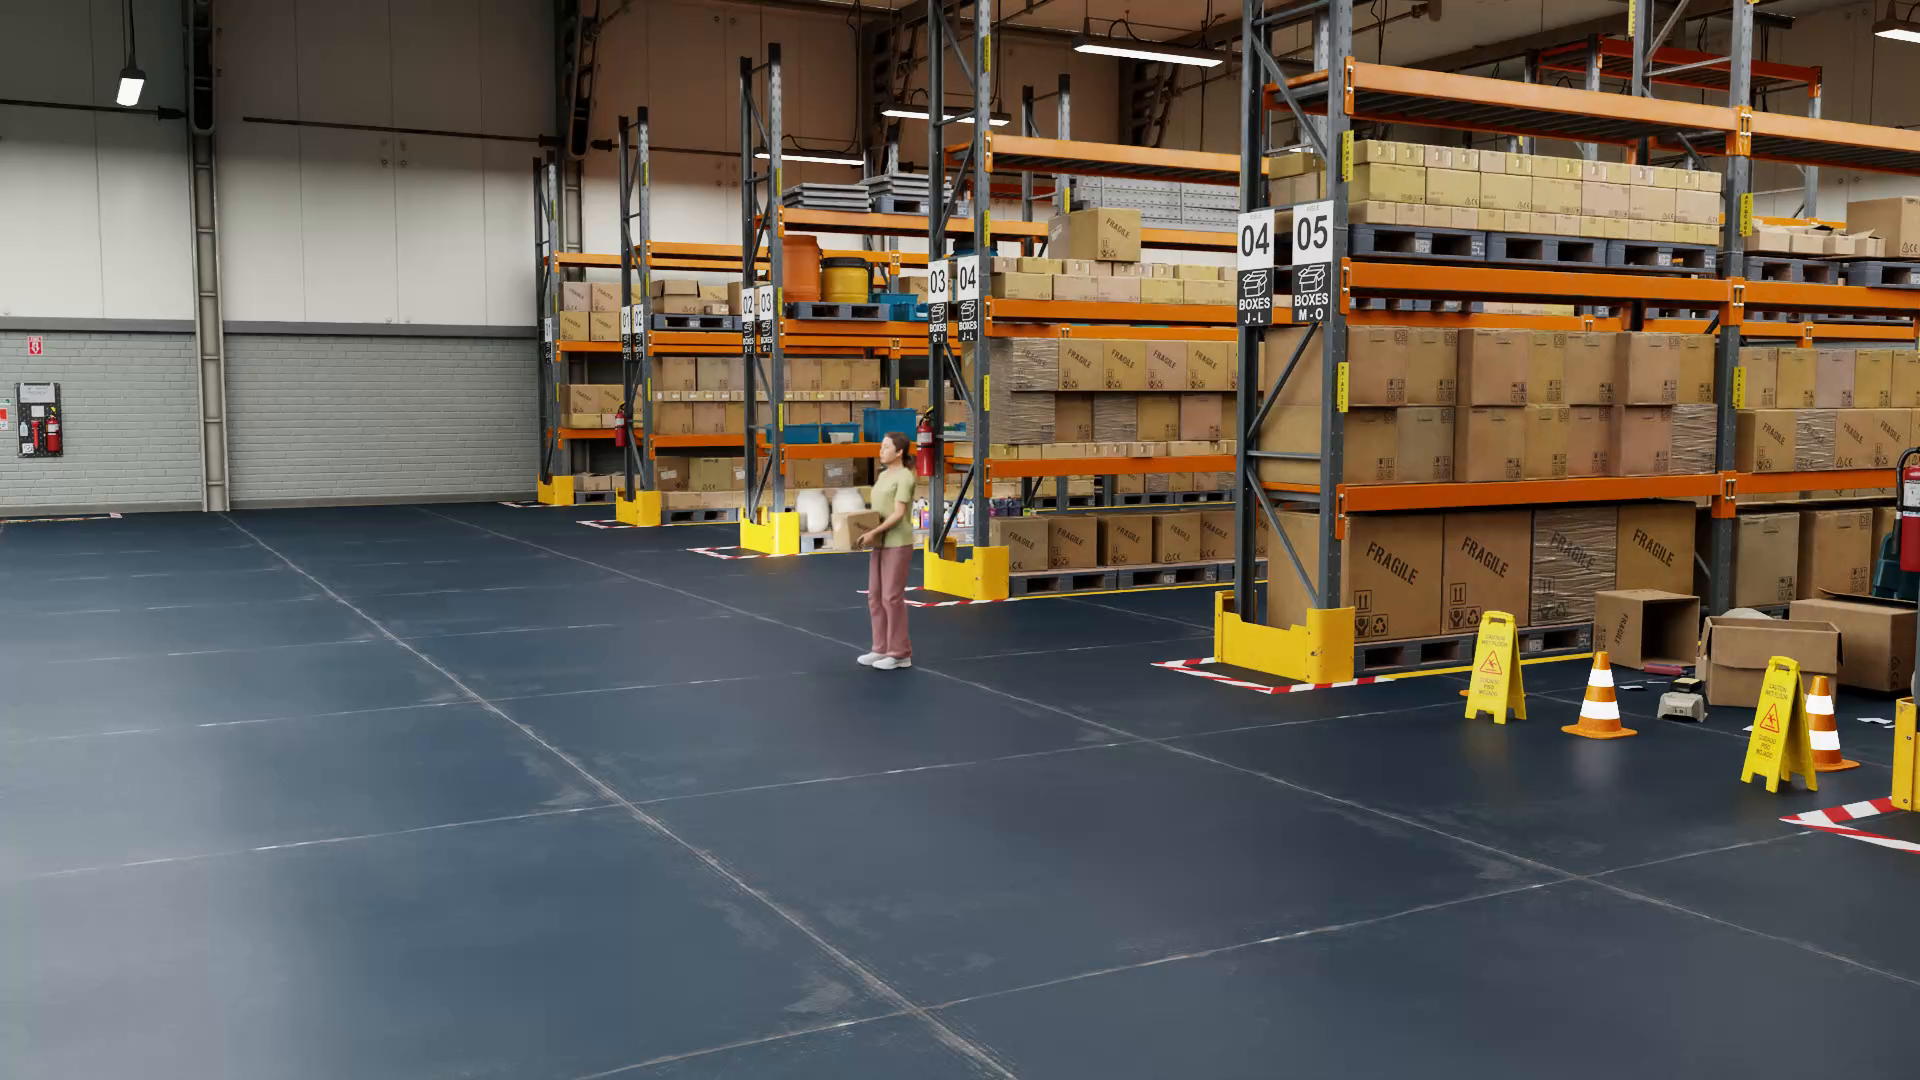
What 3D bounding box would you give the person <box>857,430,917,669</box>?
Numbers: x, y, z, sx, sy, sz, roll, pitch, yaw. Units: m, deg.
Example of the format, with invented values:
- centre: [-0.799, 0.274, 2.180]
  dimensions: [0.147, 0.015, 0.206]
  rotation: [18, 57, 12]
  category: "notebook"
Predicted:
- centre: [-0.546, 0.066, 11.729]
  dimensions: [0.523, 1.672, 0.452]
  rotation: [-3, 6, -29]
  category: "person"
